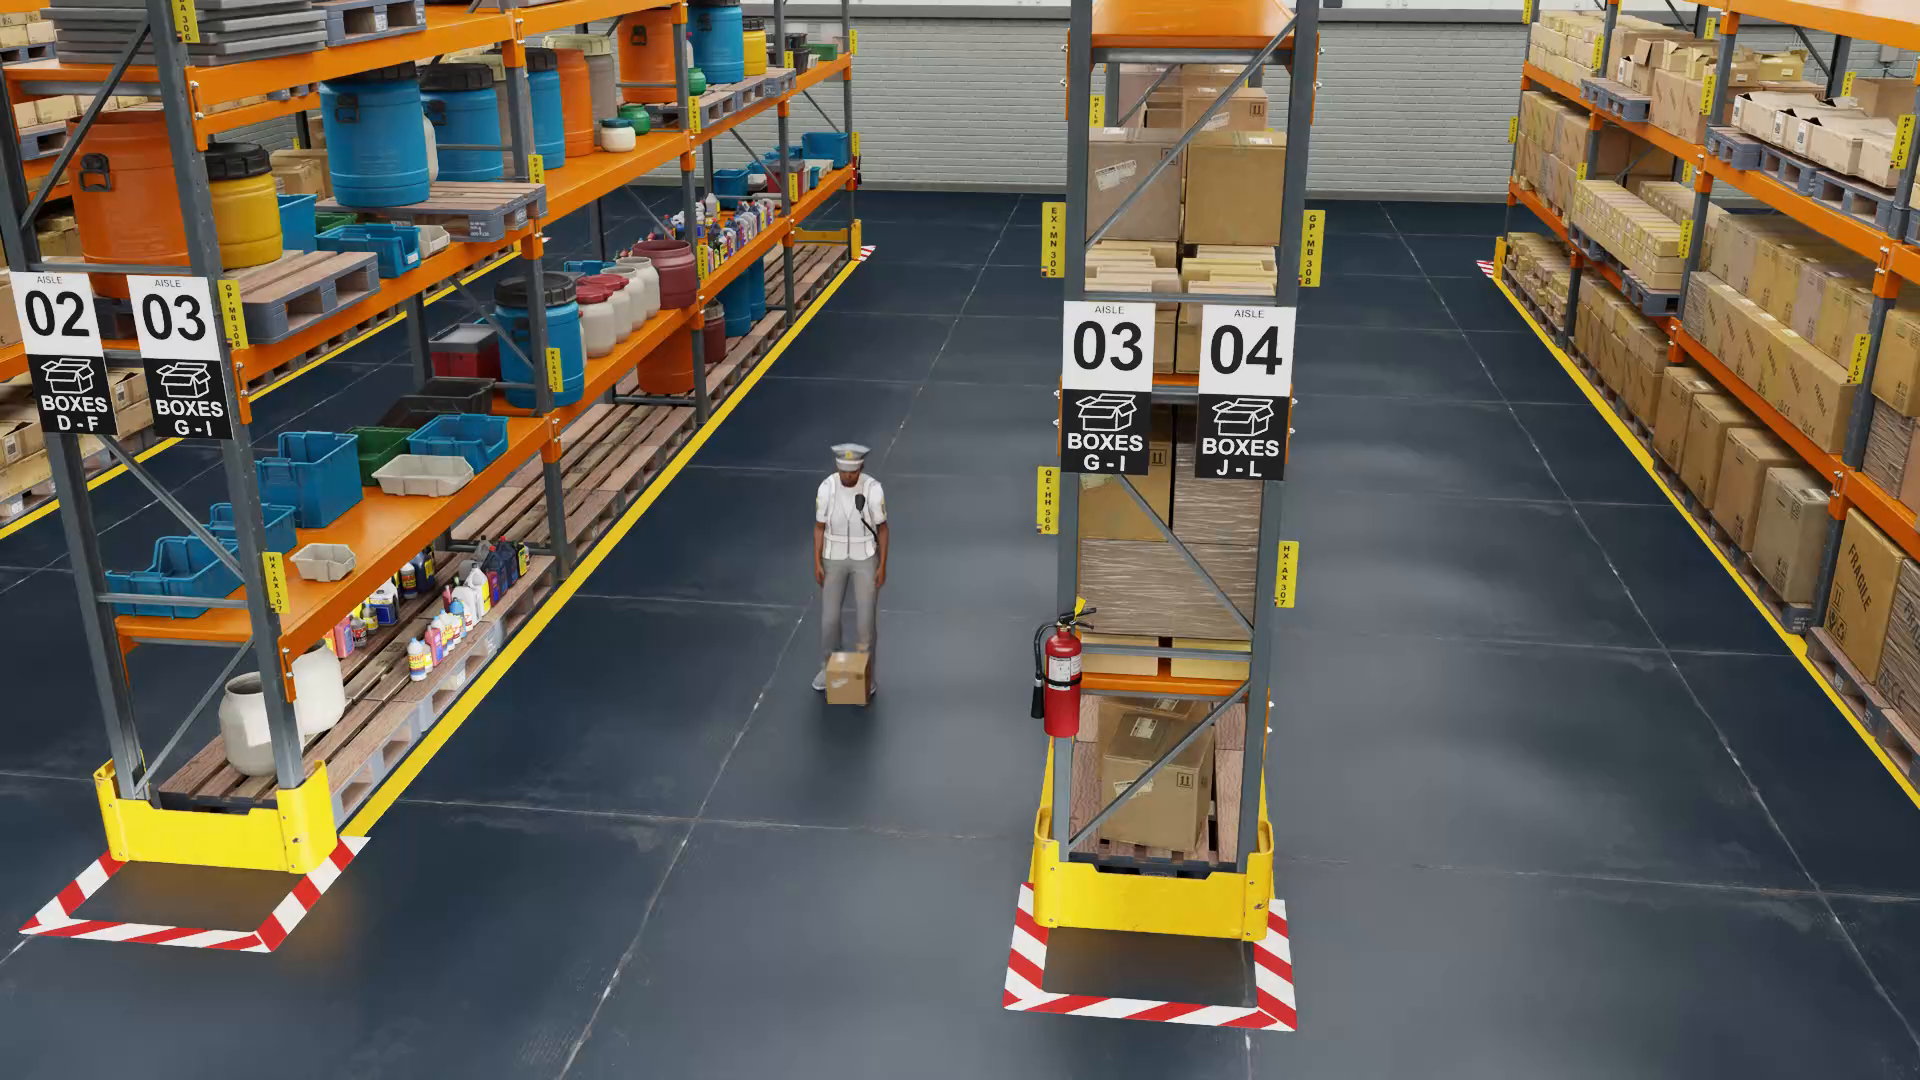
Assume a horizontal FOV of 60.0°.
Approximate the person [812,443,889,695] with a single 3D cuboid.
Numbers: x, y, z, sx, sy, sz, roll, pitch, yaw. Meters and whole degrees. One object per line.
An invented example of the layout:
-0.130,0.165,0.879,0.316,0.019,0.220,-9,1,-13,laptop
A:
-0.709,0.164,10.661,0.503,1.661,0.424,2,21,5,person
